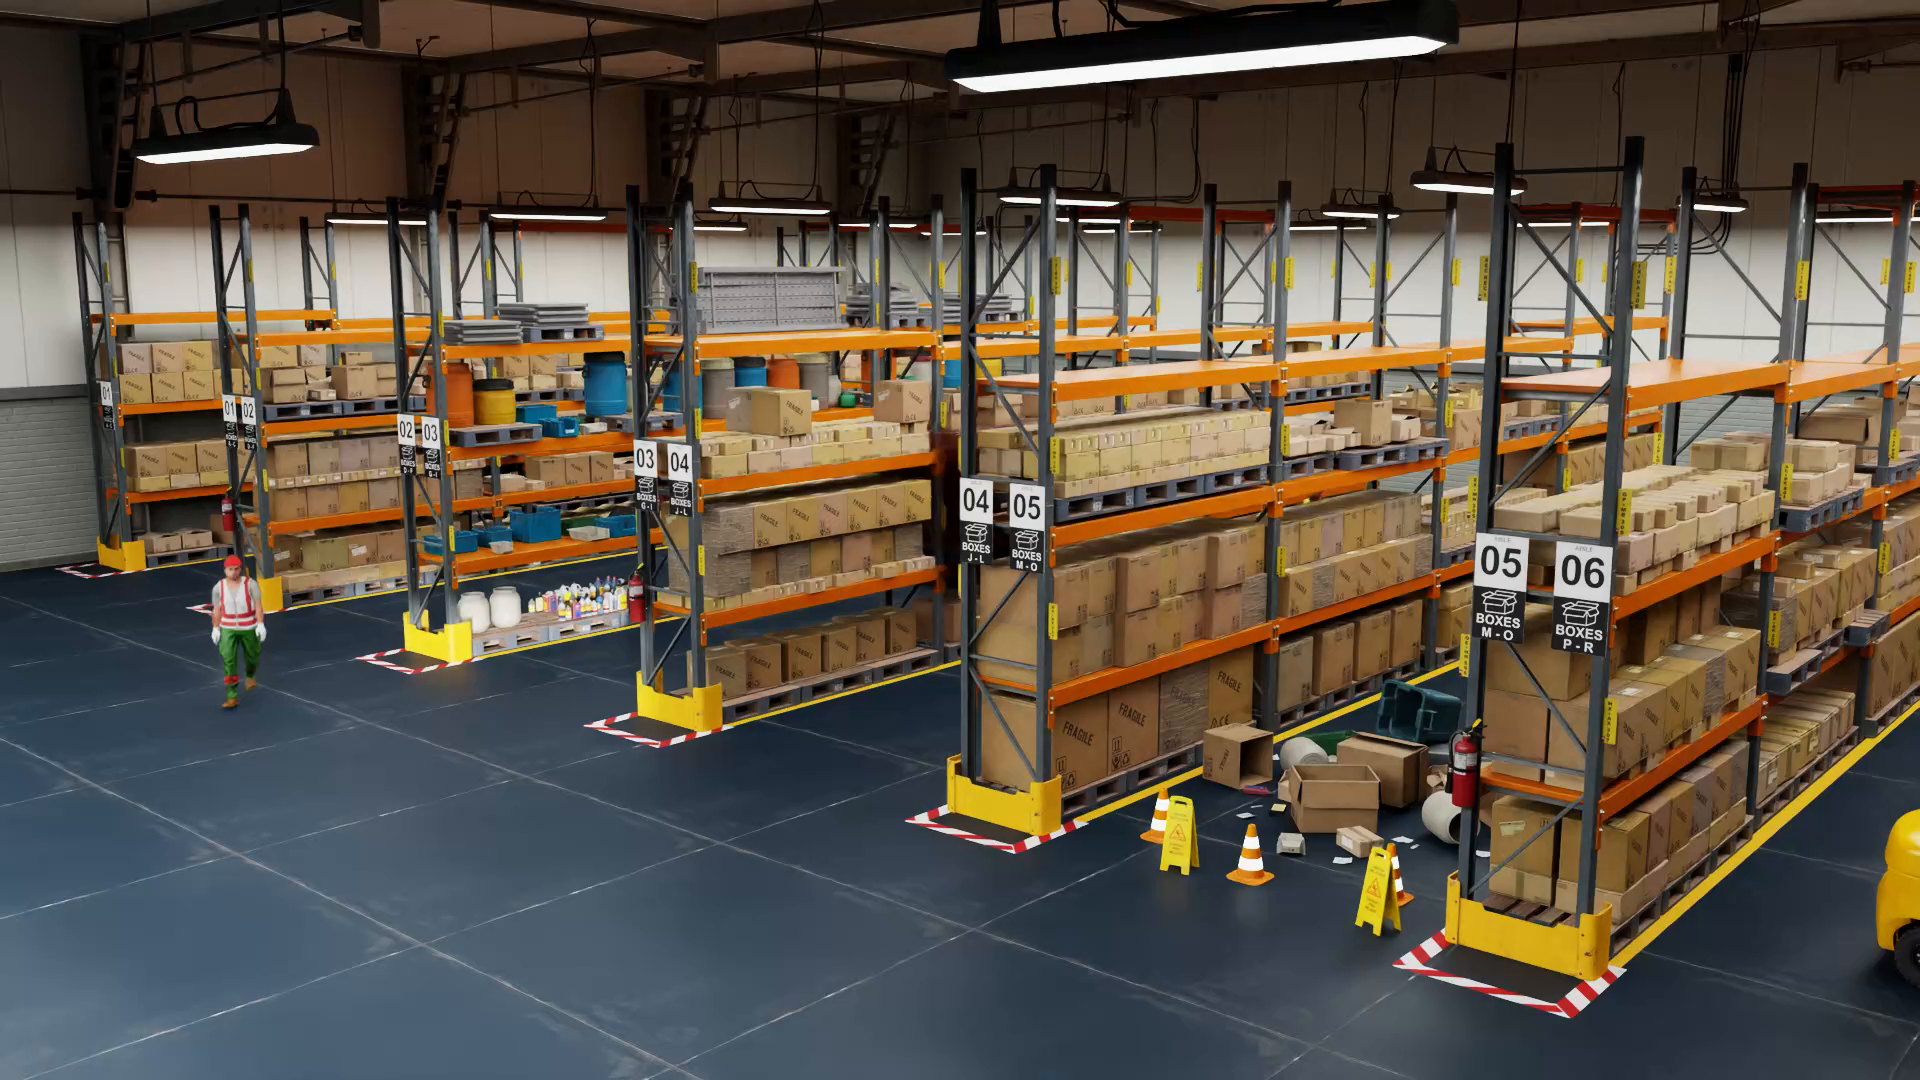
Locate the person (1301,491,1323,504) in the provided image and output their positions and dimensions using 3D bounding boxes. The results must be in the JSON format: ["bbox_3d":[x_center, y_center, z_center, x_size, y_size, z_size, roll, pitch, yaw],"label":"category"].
[{"bbox_3d":[5.615,-0.066,26.459,0.634,1.713,1.093,7,12,37],"label":"person"}]

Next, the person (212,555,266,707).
[{"bbox_3d":[-8.538,1.043,19.685,0.614,1.764,0.928,-3,10,-17],"label":"person"}]
